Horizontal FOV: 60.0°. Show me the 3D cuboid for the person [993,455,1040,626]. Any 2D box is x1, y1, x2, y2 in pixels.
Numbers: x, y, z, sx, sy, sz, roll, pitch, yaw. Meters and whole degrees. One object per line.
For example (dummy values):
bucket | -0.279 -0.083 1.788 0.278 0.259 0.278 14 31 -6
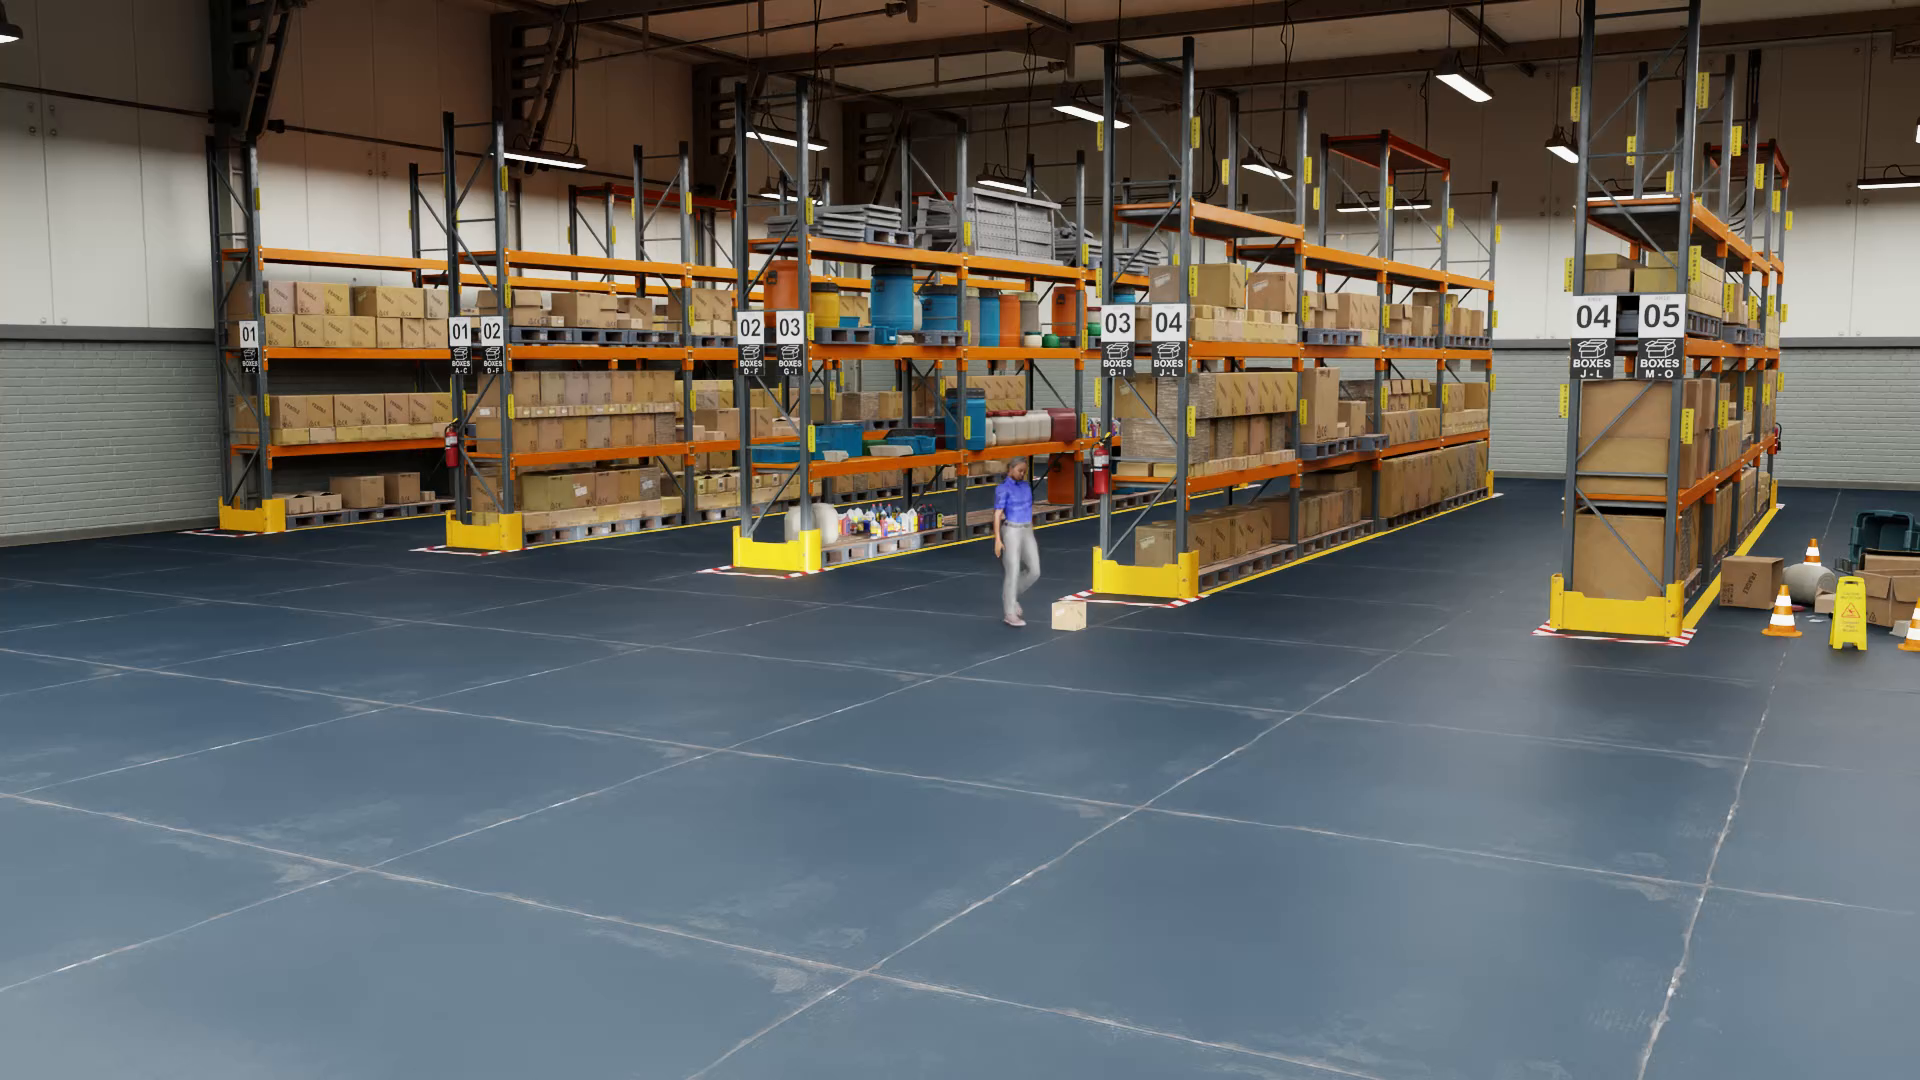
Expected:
person | 0.557 -0.015 16.442 0.566 1.649 0.529 6 8 44
